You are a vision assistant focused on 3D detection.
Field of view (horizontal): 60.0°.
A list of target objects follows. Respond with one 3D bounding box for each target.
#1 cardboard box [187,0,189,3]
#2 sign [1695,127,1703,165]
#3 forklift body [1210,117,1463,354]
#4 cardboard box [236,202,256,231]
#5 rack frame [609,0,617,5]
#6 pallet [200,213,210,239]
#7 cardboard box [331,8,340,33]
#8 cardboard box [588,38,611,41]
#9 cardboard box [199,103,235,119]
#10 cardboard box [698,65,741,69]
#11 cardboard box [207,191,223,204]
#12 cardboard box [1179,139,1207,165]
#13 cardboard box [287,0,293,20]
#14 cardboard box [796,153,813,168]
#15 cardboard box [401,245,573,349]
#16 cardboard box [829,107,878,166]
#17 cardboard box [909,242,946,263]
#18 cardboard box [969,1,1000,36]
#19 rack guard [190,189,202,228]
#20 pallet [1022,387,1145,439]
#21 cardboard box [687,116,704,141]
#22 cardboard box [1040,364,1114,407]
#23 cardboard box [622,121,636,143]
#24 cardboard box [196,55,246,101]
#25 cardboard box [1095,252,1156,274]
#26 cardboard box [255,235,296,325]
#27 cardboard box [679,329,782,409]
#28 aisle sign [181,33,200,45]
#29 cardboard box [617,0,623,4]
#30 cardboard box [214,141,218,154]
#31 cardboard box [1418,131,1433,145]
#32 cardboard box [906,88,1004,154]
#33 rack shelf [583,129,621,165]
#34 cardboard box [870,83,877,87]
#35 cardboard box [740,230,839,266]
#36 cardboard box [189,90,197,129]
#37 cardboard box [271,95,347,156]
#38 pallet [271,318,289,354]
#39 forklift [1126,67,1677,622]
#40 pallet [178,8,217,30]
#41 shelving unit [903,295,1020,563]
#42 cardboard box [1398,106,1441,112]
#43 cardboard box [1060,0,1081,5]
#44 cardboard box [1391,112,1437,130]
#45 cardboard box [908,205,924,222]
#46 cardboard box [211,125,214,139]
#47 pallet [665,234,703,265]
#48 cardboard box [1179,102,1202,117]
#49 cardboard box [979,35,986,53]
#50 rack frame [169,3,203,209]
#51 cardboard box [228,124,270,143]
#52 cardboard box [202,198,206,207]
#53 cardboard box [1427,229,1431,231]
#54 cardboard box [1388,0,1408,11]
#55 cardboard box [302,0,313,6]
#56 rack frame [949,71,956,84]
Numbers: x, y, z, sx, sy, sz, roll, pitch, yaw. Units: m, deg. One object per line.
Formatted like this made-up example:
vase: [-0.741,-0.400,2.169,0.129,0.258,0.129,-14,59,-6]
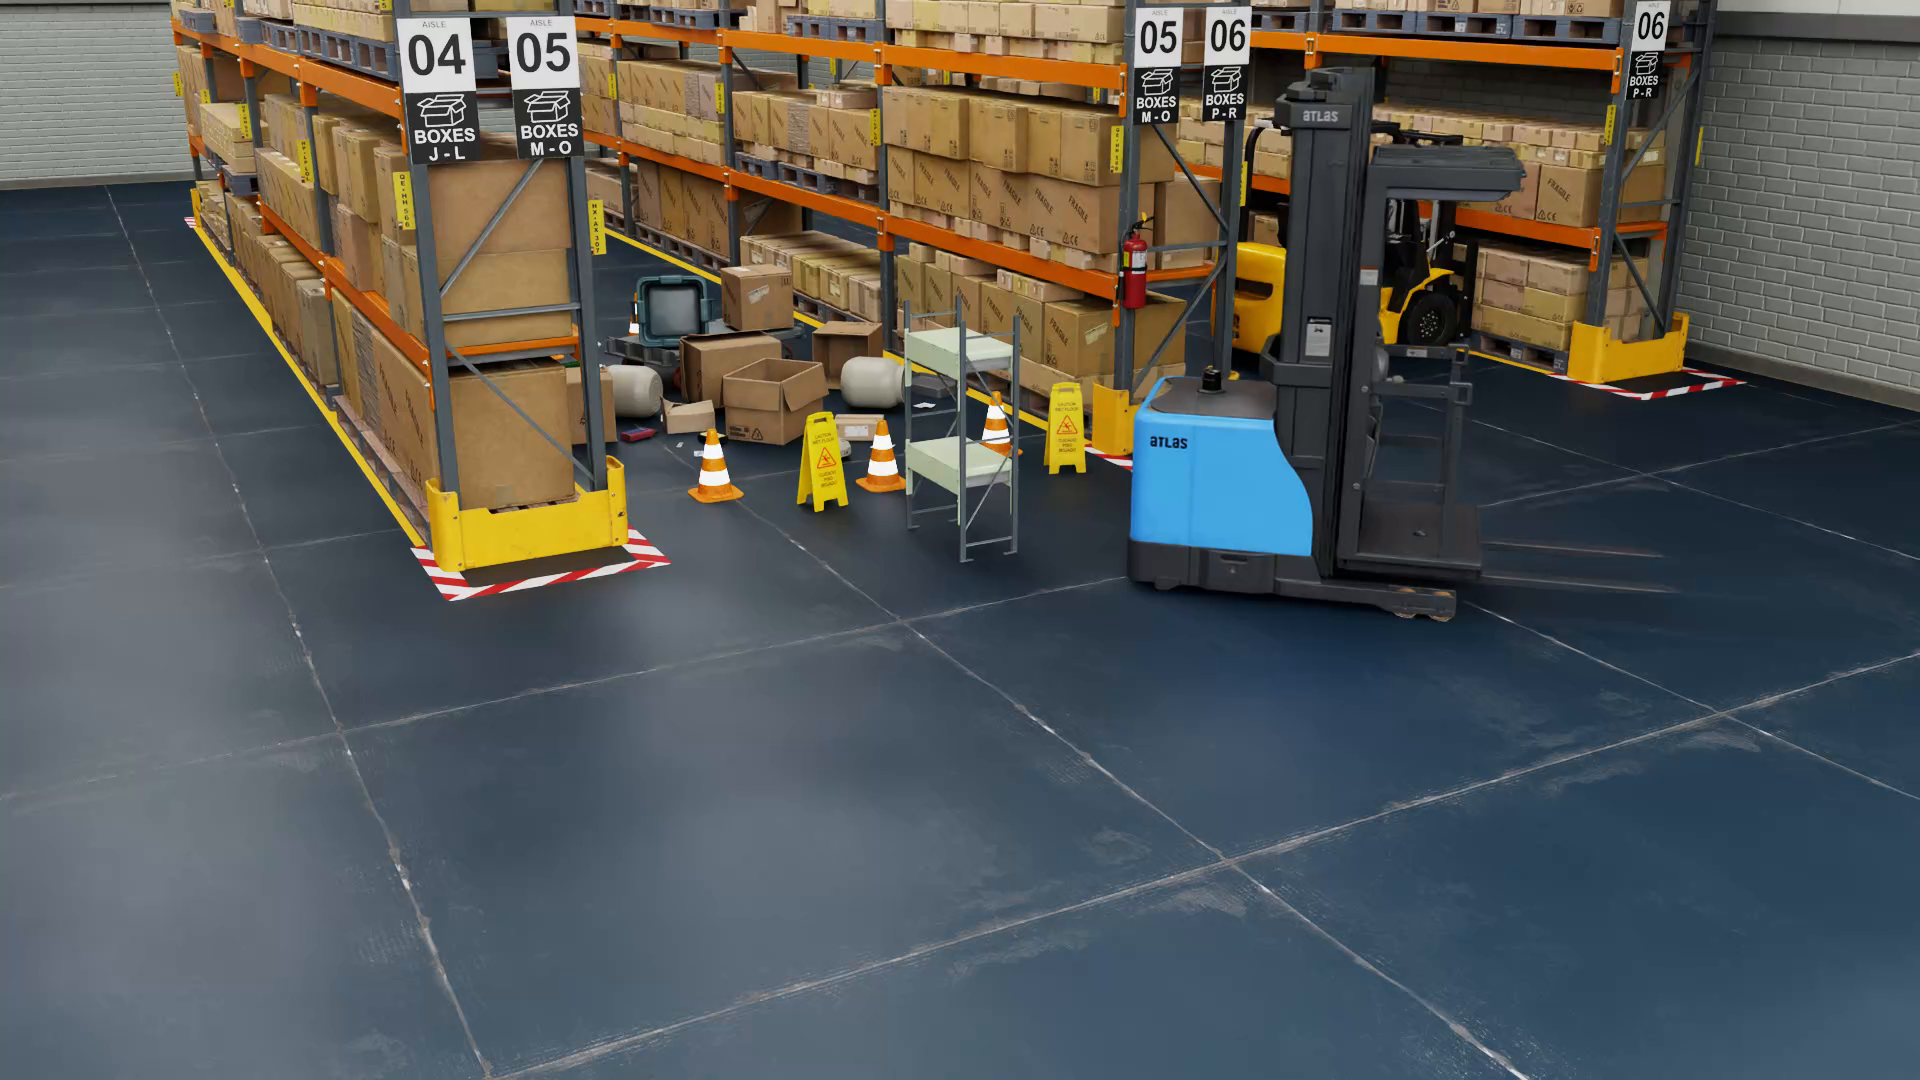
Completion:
cardboard box: [-9.073,-6.635,20.126,0.500,0.250,0.500,-11,22,-29]
sign: [6.472,-3.459,14.608,0.100,0.325,0.005,-10,21,-27]
forklift body: [3.474,-2.789,15.416,2.313,2.155,1.214,-10,21,-27]
cardboard box: [-7.781,-3.626,18.580,0.500,0.250,0.500,-9,21,-25]
rack frame: [-4.085,-8.439,21.292,1.000,3.000,0.127,-10,21,-27]
pallet: [-9.902,-4.377,22.992,1.003,0.211,1.213,-10,21,-27]
cardboard box: [-3.874,-3.388,10.842,0.380,0.149,0.250,-10,21,-26]
cardboard box: [-5.299,-7.376,24.727,0.380,0.149,0.250,-10,22,-27]
cardboard box: [-8.611,-4.984,19.305,0.380,0.149,0.250,-9,21,-24]
cardboard box: [-2.917,-5.591,20.550,0.500,0.500,0.500,-10,21,-26]
cardboard box: [-9.700,-4.510,21.917,0.380,0.149,0.250,-10,21,-26]
cardboard box: [2.907,-4.547,19.441,0.500,0.250,0.500,-9,21,-25]
cardboard box: [-5.070,-4.282,13.275,0.500,0.250,0.500,-10,21,-26]
cardboard box: [-1.470,-3.941,17.195,0.380,0.149,0.250,-9,21,-25]
cardboard box: [-2.911,-1.533,10.245,0.875,0.550,0.550,-10,21,-27]
cardboard box: [-0.944,-3.932,16.175,0.500,0.500,0.500,-10,21,-26]
cardboard box: [-0.237,-2.610,15.024,0.380,0.149,0.250,-10,21,-26]
cardboard box: [0.403,-4.188,13.346,0.500,0.250,0.500,-10,21,-26]
rack guard: [-10.256,-4.752,23.636,1.175,0.500,0.348,-10,21,-27]
pallet: [1.223,-1.100,13.497,1.003,0.211,1.213,-10,21,-27]
cardboard box: [-2.885,-4.866,19.599,0.500,0.250,0.500,-11,22,-28]
cardboard box: [0.982,-1.254,13.239,0.500,0.250,0.500,-10,21,-27]
cardboard box: [-4.108,-5.365,21.810,0.500,0.250,0.500,-11,22,-28]
cardboard box: [-8.854,-5.561,20.006,0.500,0.500,0.500,-11,22,-29]
cardboard box: [1.248,-2.114,12.543,0.380,0.149,0.250,-9,21,-25]
cardboard box: [-6.283,-2.605,16.388,1.050,0.750,0.750,-10,22,-27]
cardboard box: [-1.900,-1.421,13.771,0.797,0.637,0.503,-10,21,-27]
aisle sign: [-10.591,-7.159,22.794,0.394,0.787,0.004,-10,21,-27]
cardboard box: [-4.155,-6.958,21.161,0.396,0.266,0.258,-10,22,-27]
cardboard box: [-7.986,-4.329,18.319,0.380,0.149,0.250,-10,22,-28]
cardboard box: [4.583,-3.926,16.263,0.380,0.149,0.250,-11,22,-28]
cardboard box: [-0.044,-3.657,14.489,0.700,0.500,0.500,-10,21,-26]
rack shelf: [-5.034,-5.837,24.052,1.077,0.370,4.000,-10,21,-27]
cardboard box: [-1.156,-7.129,26.467,0.500,0.250,0.500,-10,22,-28]
cardboard box: [-1.926,-3.247,18.828,0.950,0.372,0.625,-12,22,-30]
cardboard box: [-9.824,-5.679,21.883,0.500,0.500,0.500,-10,21,-26]
cardboard box: [-6.048,-3.903,15.659,0.700,0.500,0.500,-10,22,-27]
pallet: [-6.185,-2.103,16.402,1.003,0.211,1.213,-10,21,-27]
forklift: [2.556,-1.122,9.389,3.031,2.935,1.130,5,20,14]
pallet: [-8.193,-5.943,18.944,1.213,0.211,1.003,-10,21,-27]
shelving unit: [0.003,-0.707,10.381,0.431,1.500,0.755,-10,21,-27]
cardboard box: [4.719,-4.374,17.104,0.380,0.149,0.250,-10,22,-27]
cardboard box: [0.967,-4.036,12.293,0.380,0.149,0.250,-10,22,-27]
cardboard box: [4.483,-4.140,16.428,0.380,0.149,0.250,-10,22,-28]
cardboard box: [-0.253,-2.983,15.063,0.380,0.149,0.250,-9,21,-25]
cardboard box: [-8.109,-4.544,18.485,0.380,0.149,0.250,-9,21,-24]
pallet: [-3.068,-3.724,21.101,1.003,0.211,1.213,-10,21,-27]
cardboard box: [2.696,-5.073,19.585,0.380,0.149,0.250,-9,21,-26]
cardboard box: [0.379,-4.035,13.512,0.380,0.149,0.250,-10,21,-26]
rack frame: [-10.292,-5.955,23.292,1.000,3.000,0.127,-10,21,-27]
cardboard box: [-7.130,-4.090,16.714,0.380,0.149,0.250,-11,22,-29]
cardboard box: [-10.189,-4.669,22.836,0.380,0.149,0.250,-10,21,-27]
cardboard box: [4.515,-2.971,16.681,0.500,0.250,0.500,-9,21,-25]
cardboard box: [4.392,-5.225,16.164,0.380,0.149,0.250,-9,21,-25]
cardboard box: [-4.367,-3.916,11.759,0.500,0.250,0.500,-10,21,-27]
rack frame: [0.282,-6.373,24.502,1.000,3.000,0.127,-10,21,-27]
